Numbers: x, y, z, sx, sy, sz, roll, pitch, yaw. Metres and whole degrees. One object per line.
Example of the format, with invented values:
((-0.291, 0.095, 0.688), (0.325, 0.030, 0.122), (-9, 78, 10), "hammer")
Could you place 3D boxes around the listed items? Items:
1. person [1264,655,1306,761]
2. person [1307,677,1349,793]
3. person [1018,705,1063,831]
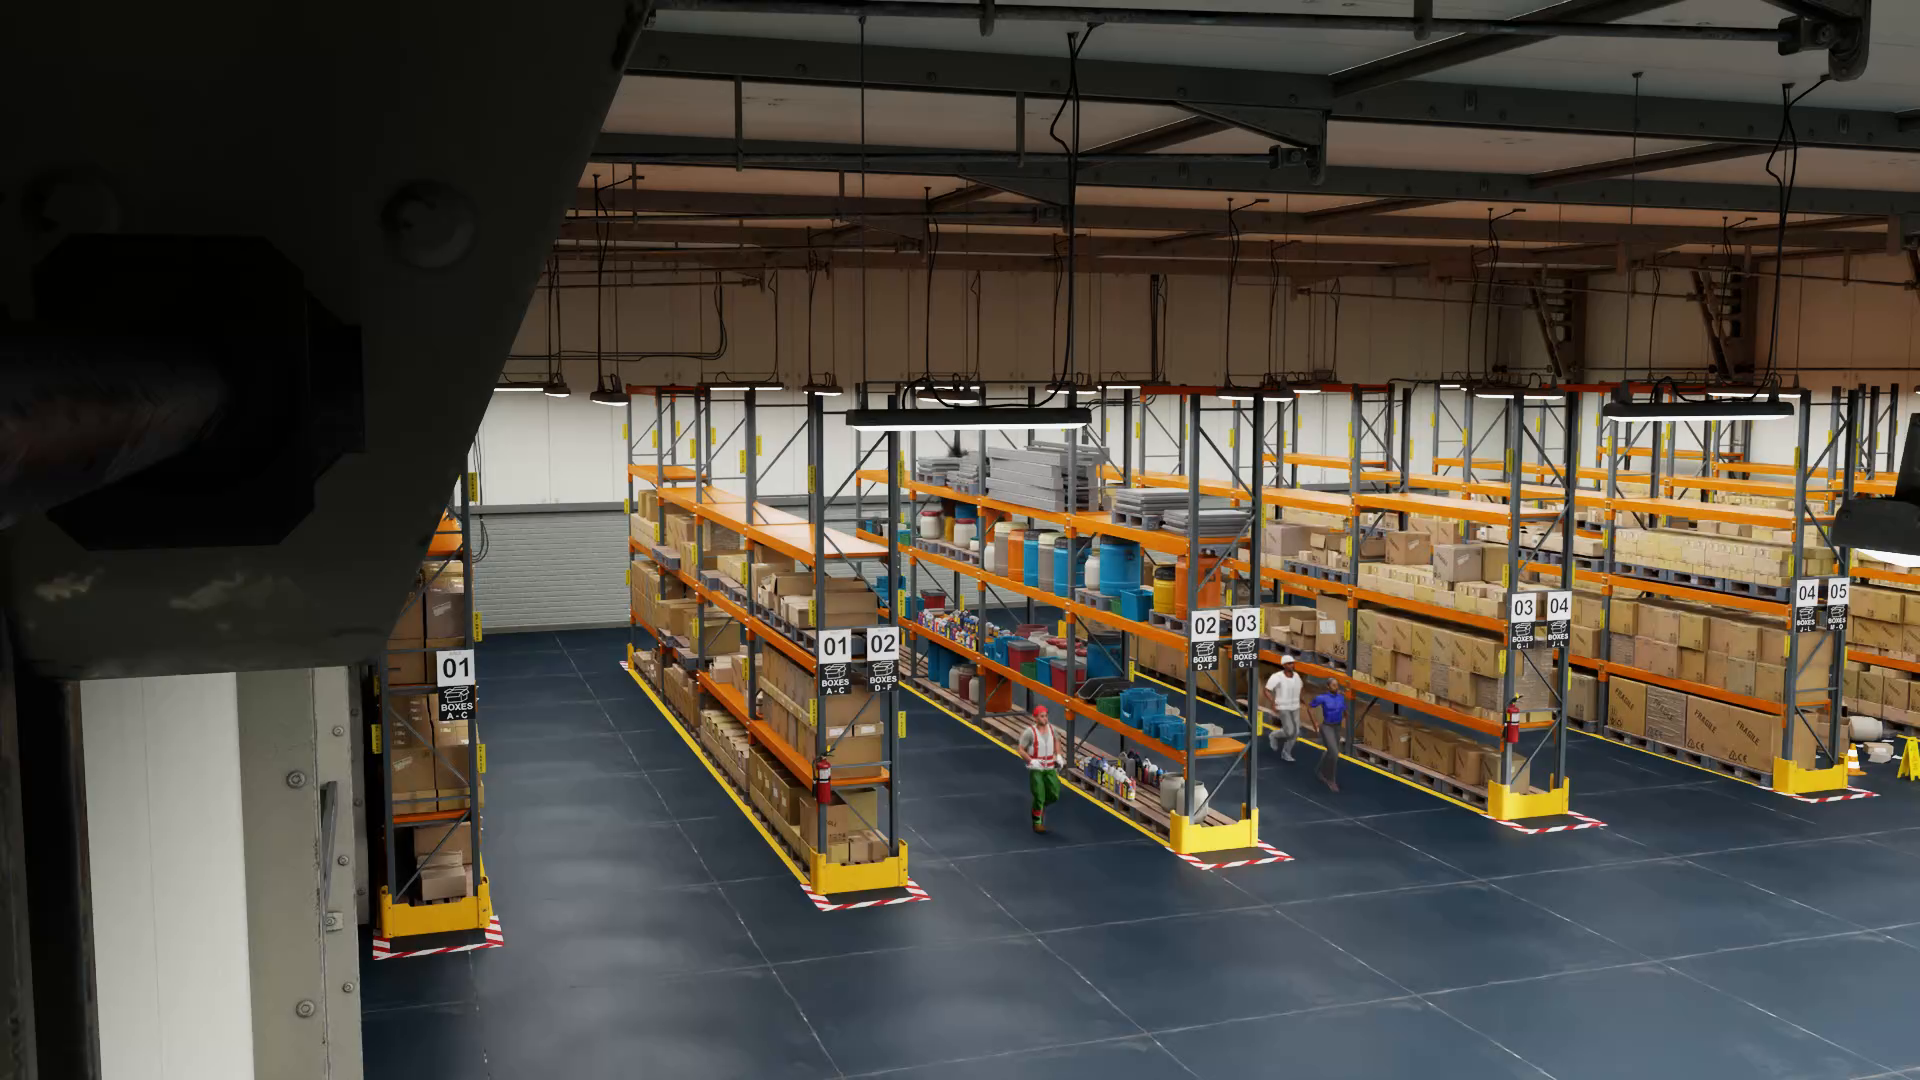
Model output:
((5.283, 2.708, 26.855), (0.701, 1.716, 0.587), (-3, 6, -24), "person")
((5.597, 2.931, 25.108), (0.549, 1.705, 0.751), (-3, 7, -29), "person")
((1.111, 3.118, 22.722), (0.686, 1.742, 0.624), (-3, 7, -28), "person")
